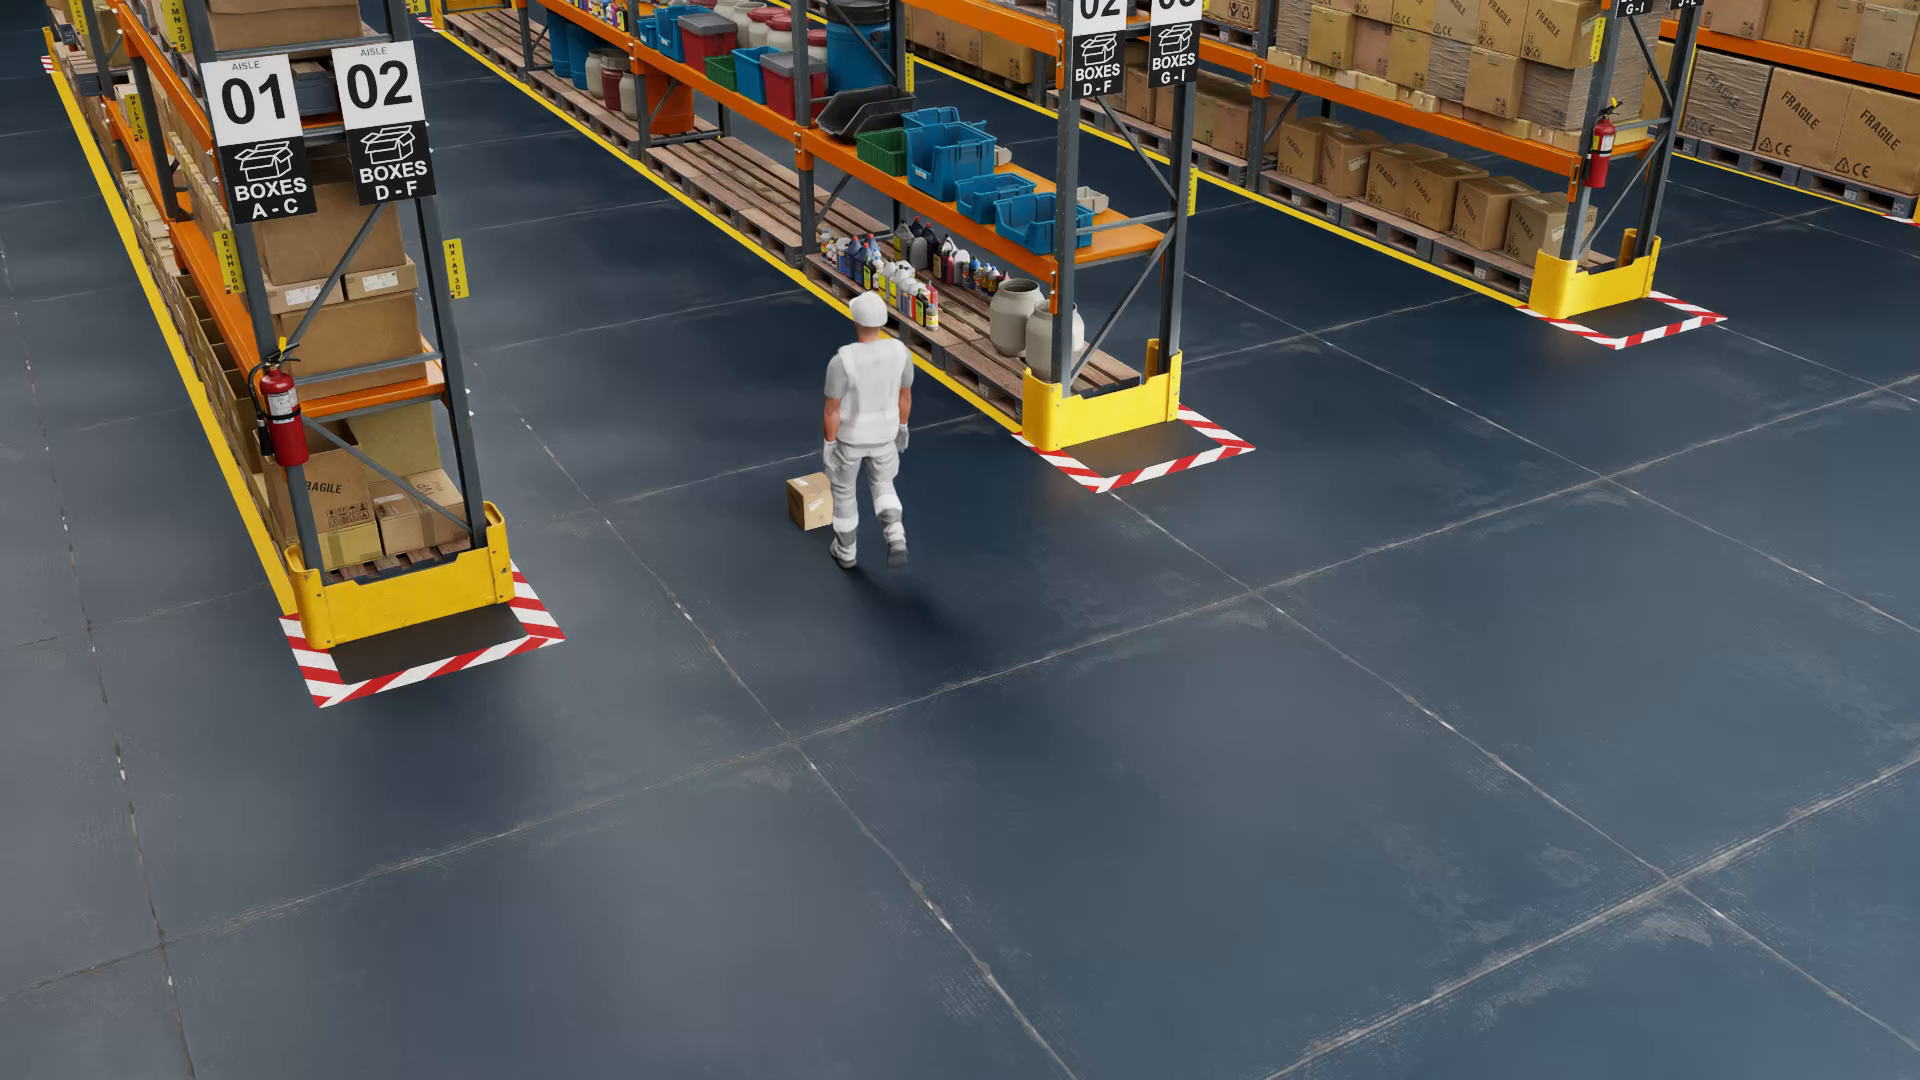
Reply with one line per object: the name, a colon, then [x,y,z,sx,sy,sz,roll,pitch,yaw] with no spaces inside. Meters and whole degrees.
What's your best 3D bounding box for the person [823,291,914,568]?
person: [-0.540,-0.604,9.626,0.554,1.772,0.692,-11,30,-19]
